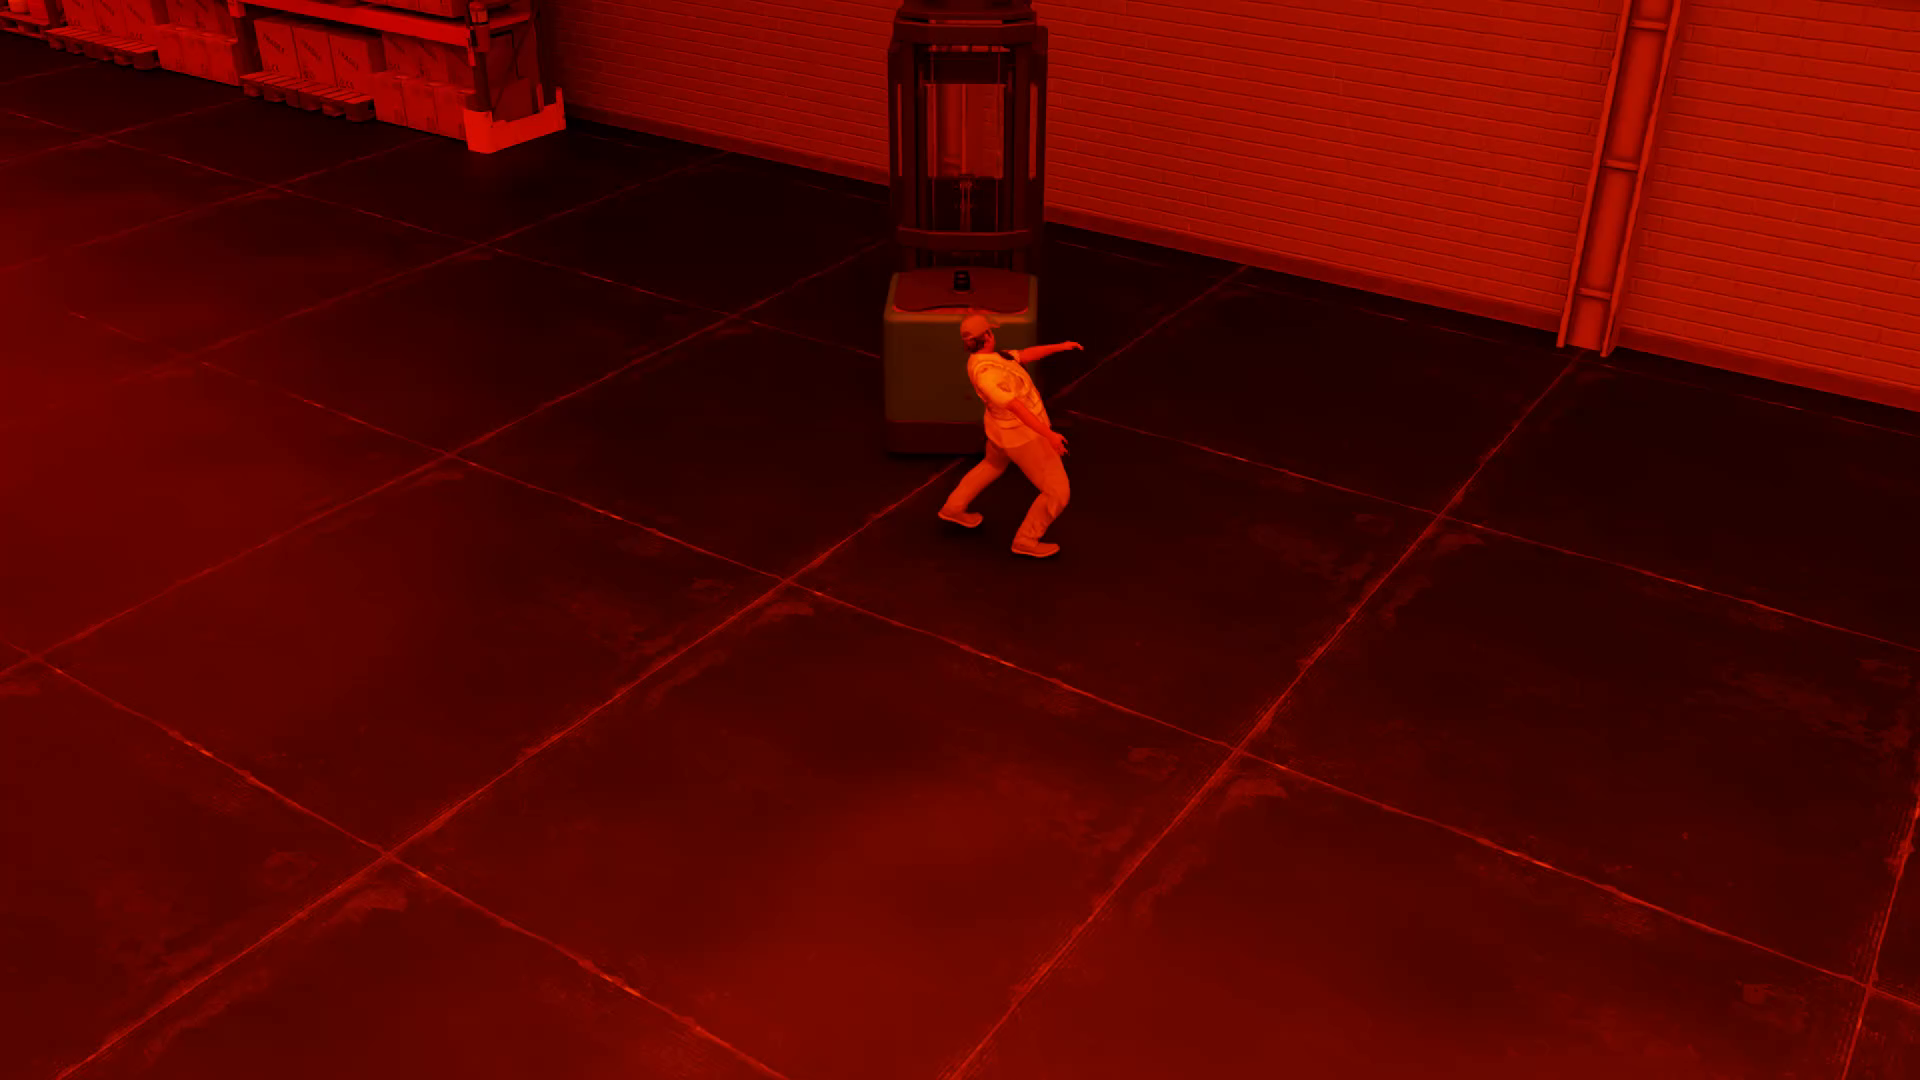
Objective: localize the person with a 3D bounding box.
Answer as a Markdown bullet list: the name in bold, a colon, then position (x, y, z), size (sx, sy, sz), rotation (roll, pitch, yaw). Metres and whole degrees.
- **person**: position (0.385, -0.613, 10.068), size (0.798, 1.473, 0.888), rotation (-13, 33, -21)

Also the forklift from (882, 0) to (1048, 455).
- **forklift**: position (0.063, -2.551, 11.975), size (1.130, 2.935, 3.031), rotation (1, 30, 2)
